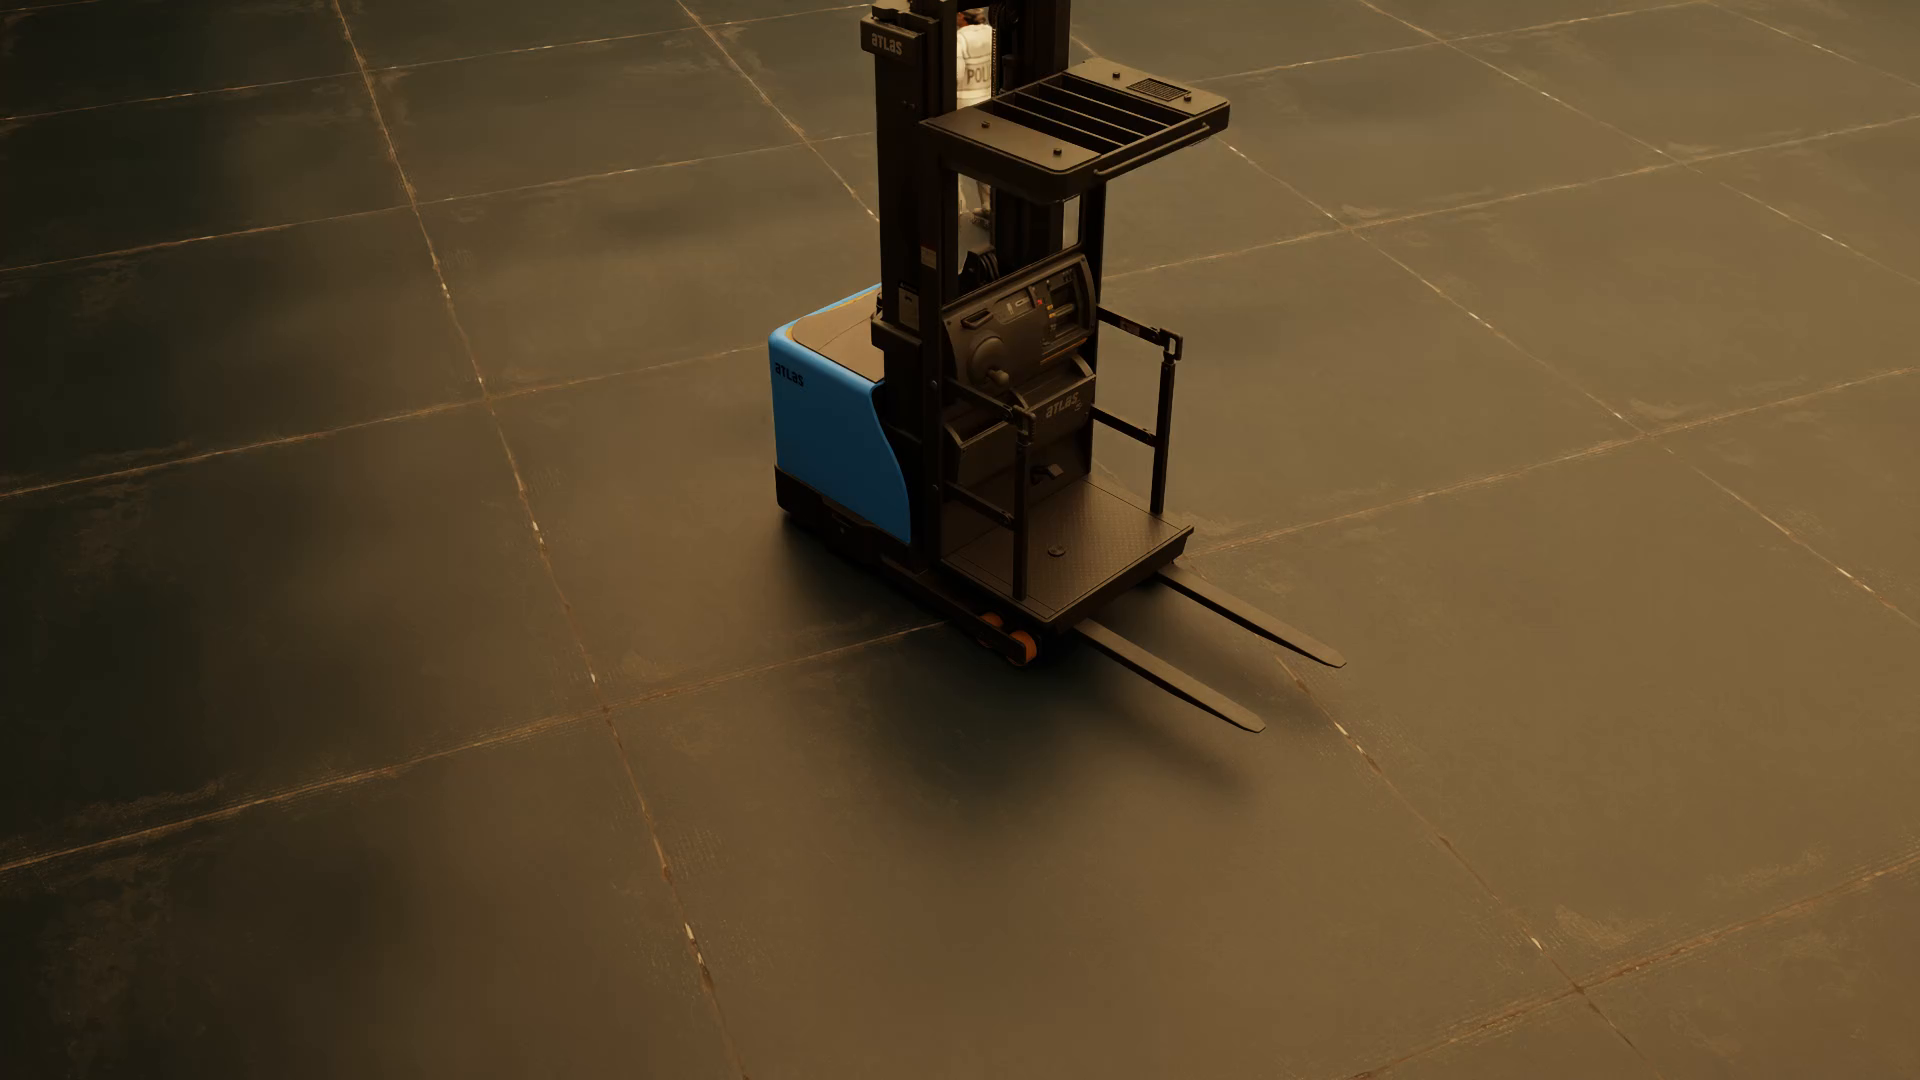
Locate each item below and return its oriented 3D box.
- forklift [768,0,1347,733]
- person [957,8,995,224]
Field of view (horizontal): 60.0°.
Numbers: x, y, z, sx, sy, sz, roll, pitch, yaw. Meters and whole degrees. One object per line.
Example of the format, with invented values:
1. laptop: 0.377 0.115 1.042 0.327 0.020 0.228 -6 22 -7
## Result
1. forklift: 0.432 -0.946 7.429 3.031 2.935 1.130 30 45 35
2. person: 0.041 -2.915 11.336 0.556 1.700 0.501 -23 41 -29
